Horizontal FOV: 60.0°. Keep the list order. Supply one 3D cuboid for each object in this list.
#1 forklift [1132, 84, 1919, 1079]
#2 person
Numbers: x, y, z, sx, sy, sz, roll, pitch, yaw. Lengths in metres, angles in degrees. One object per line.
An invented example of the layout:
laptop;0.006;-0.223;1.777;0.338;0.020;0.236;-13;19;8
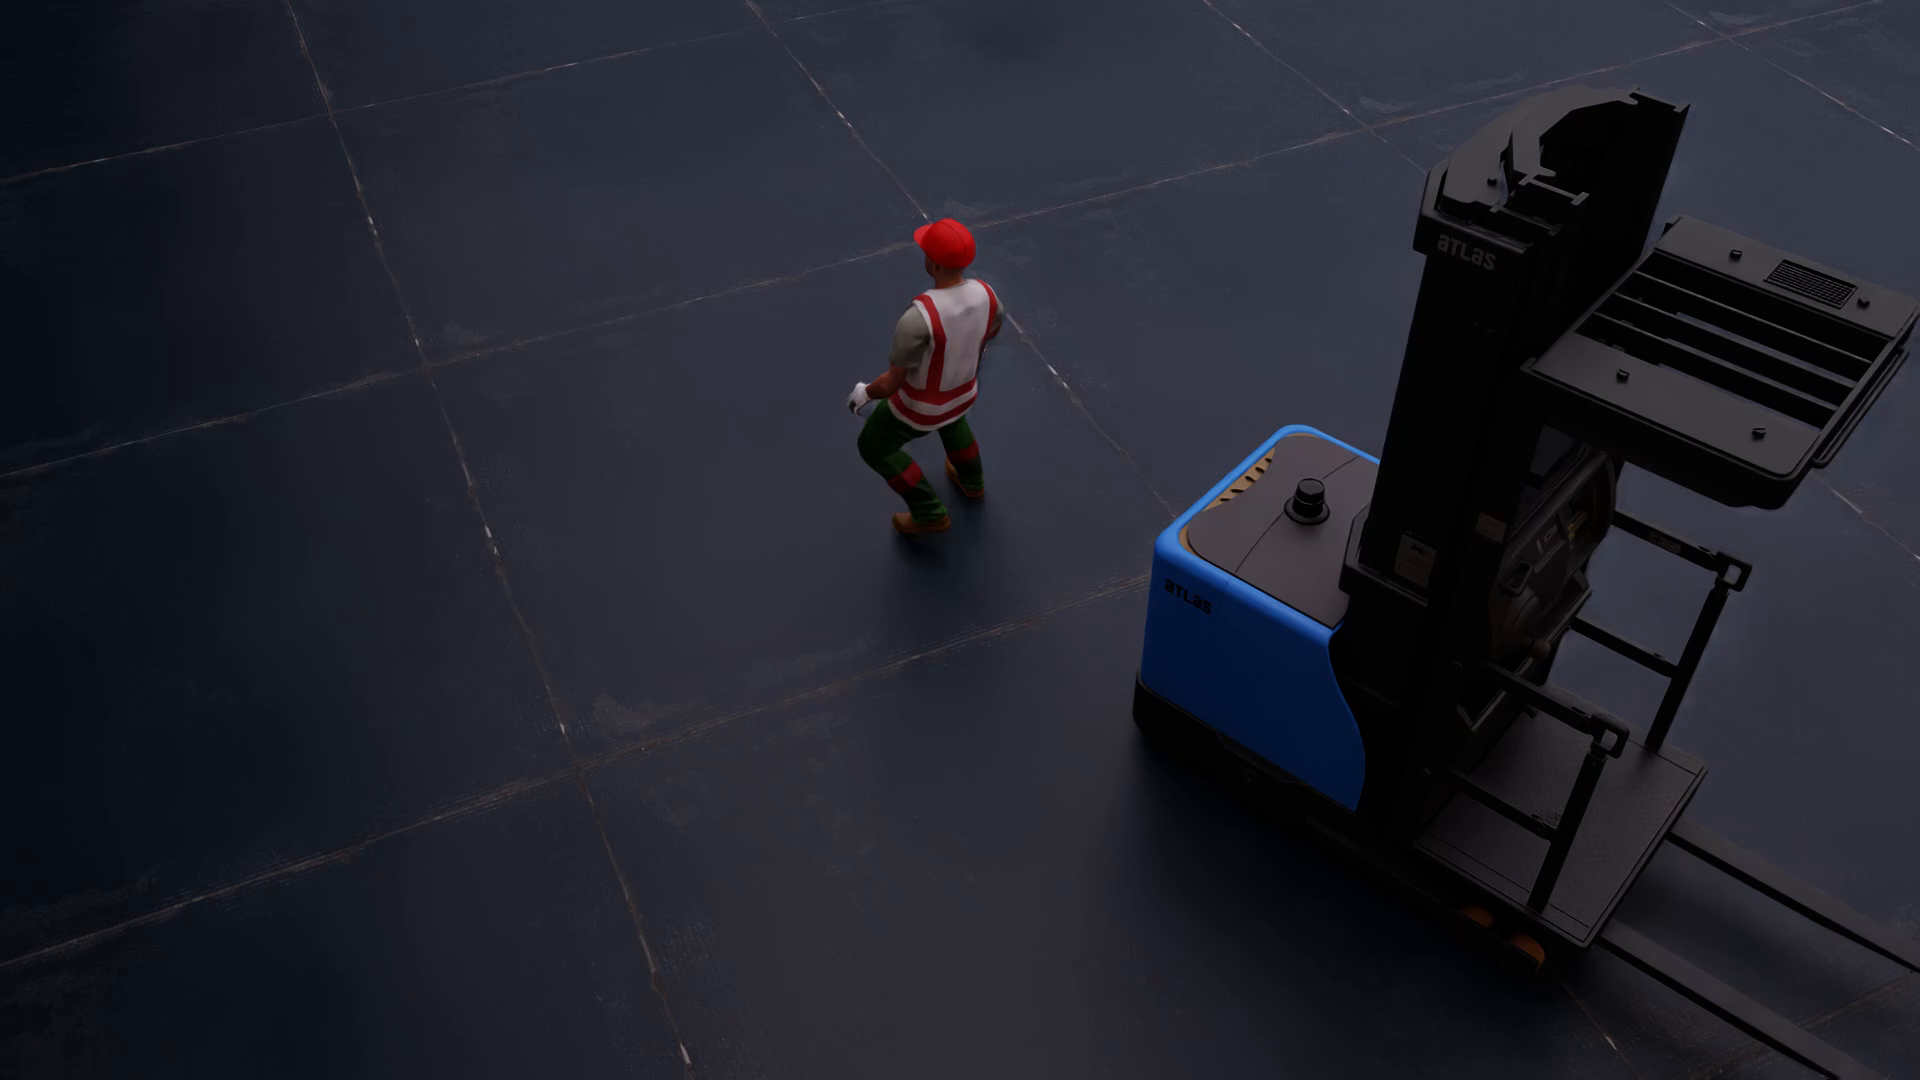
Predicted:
forklift;2.166;0.121;5.550;3.031;2.935;1.130;30;51;28
person;-0.111;-0.710;7.349;0.816;1.700;0.546;-31;51;-29
